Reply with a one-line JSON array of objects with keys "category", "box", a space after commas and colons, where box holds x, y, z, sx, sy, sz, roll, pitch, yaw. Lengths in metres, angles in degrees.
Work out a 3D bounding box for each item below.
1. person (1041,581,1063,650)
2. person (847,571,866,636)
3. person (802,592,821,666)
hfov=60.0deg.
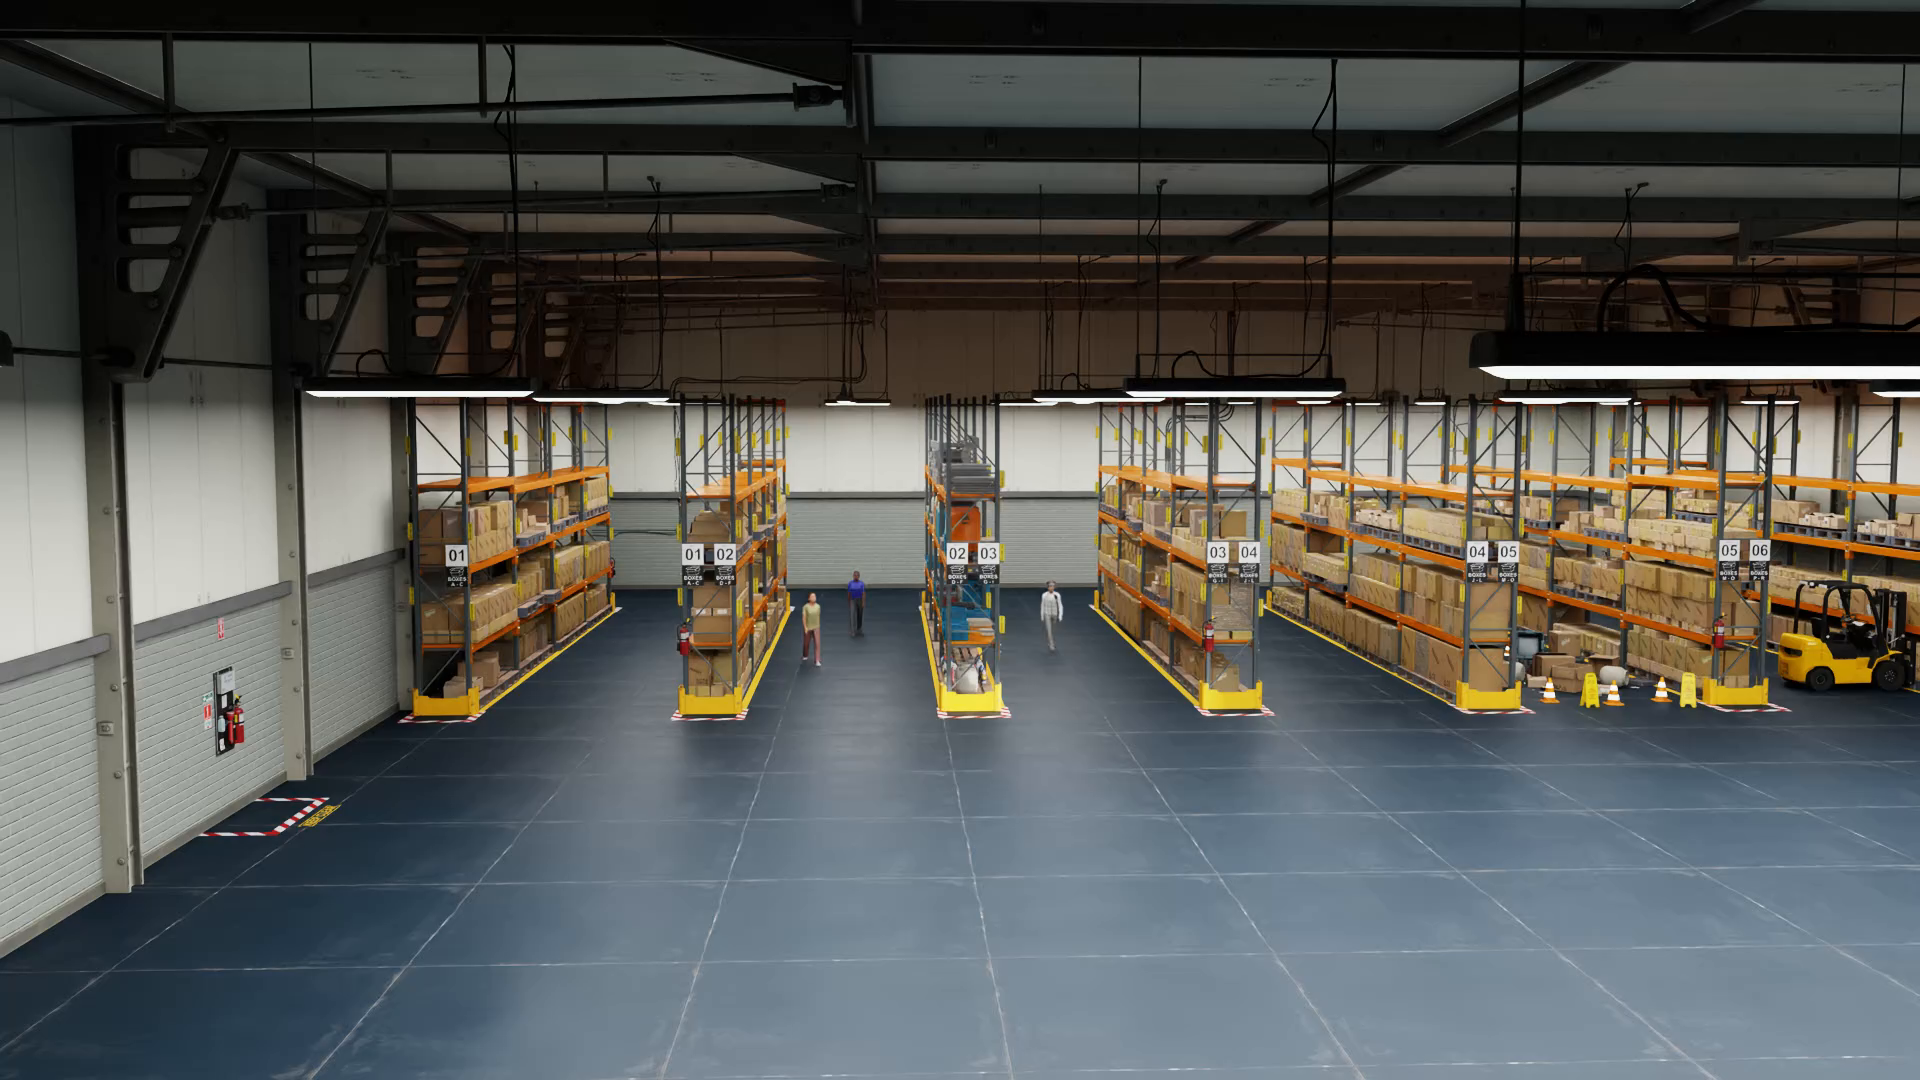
[{"category": "person", "box": [2.203, 1.771, 39.553, 0.469, 1.615, 1.051, -1, 5, -14]}, {"category": "person", "box": [-2.616, 1.582, 41.984, 0.471, 1.591, 1.028, 0, 5, -1]}, {"category": "person", "box": [-3.307, 1.967, 37.046, 0.425, 1.622, 1.019, -1, 5, -12]}]
